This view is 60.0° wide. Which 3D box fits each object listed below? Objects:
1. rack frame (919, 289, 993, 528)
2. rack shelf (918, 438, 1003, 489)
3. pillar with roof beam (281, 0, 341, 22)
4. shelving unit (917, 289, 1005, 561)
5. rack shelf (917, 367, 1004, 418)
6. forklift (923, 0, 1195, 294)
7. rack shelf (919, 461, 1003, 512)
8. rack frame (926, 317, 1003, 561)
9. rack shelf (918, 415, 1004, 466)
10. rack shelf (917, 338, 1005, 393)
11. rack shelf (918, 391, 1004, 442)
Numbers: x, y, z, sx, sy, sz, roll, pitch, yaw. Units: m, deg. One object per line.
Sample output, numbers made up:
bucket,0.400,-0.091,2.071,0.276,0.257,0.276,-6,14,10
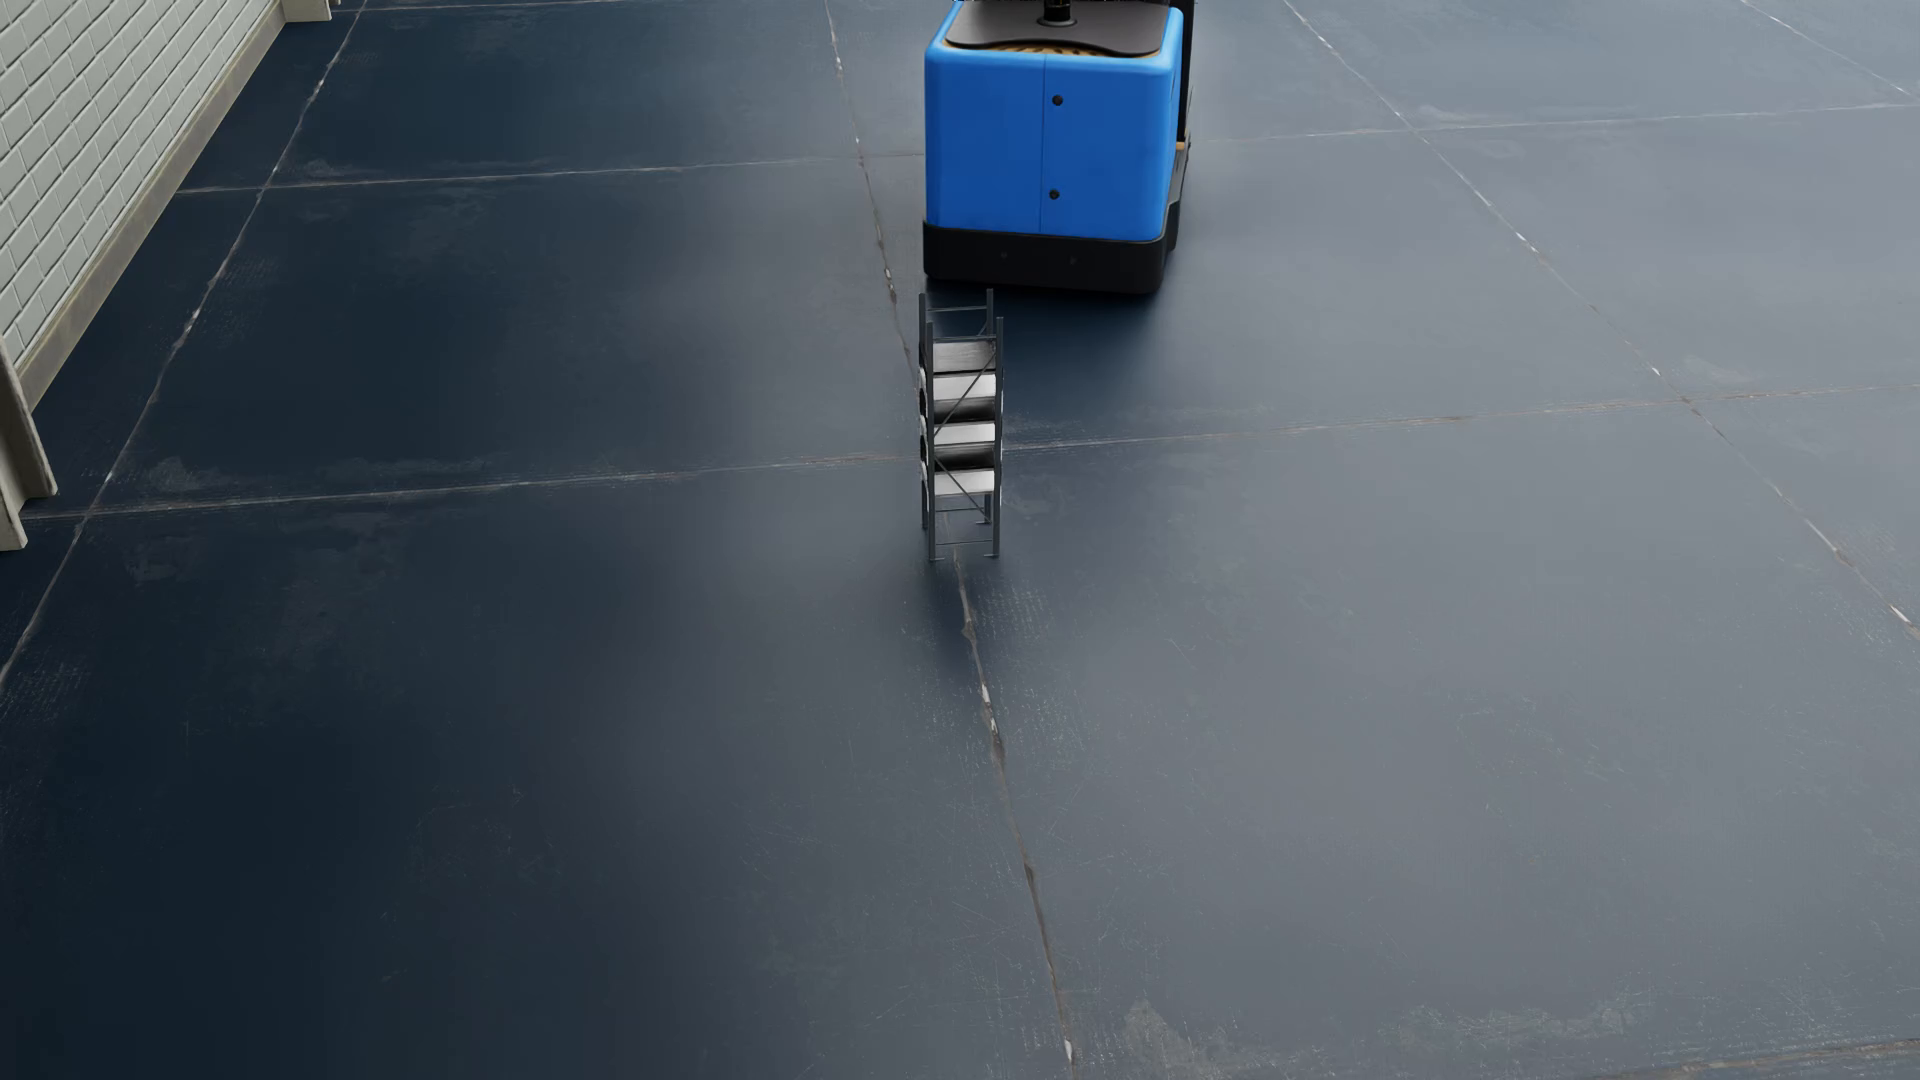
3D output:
rack frame,-0.013,-0.424,5.573,0.240,0.900,0.006,-4,35,-6
rack shelf,0.001,-0.265,5.559,0.258,0.077,0.200,-4,35,-6
pillar with roof beam,0.065,-7.461,8.707,9.100,9.000,0.400,-4,35,-6
shelving unit,0.001,-0.367,5.490,0.258,0.900,0.210,-4,35,-6
rack shelf,0.001,-0.489,5.407,0.258,0.077,0.200,-4,35,-6
forklift,0.596,-3.095,7.688,1.130,2.935,3.031,6,35,8
rack shelf,0.001,-0.191,5.610,0.258,0.077,0.200,-4,35,-6
rack frame,0.015,-0.311,5.407,0.240,0.900,0.006,-4,35,-6
rack shelf,0.001,-0.340,5.509,0.258,0.077,0.200,-4,35,-6
rack shelf,0.001,-0.563,5.357,0.258,0.077,0.200,-4,35,-6
rack shelf,0.001,-0.414,5.458,0.258,0.077,0.200,-4,35,-6
